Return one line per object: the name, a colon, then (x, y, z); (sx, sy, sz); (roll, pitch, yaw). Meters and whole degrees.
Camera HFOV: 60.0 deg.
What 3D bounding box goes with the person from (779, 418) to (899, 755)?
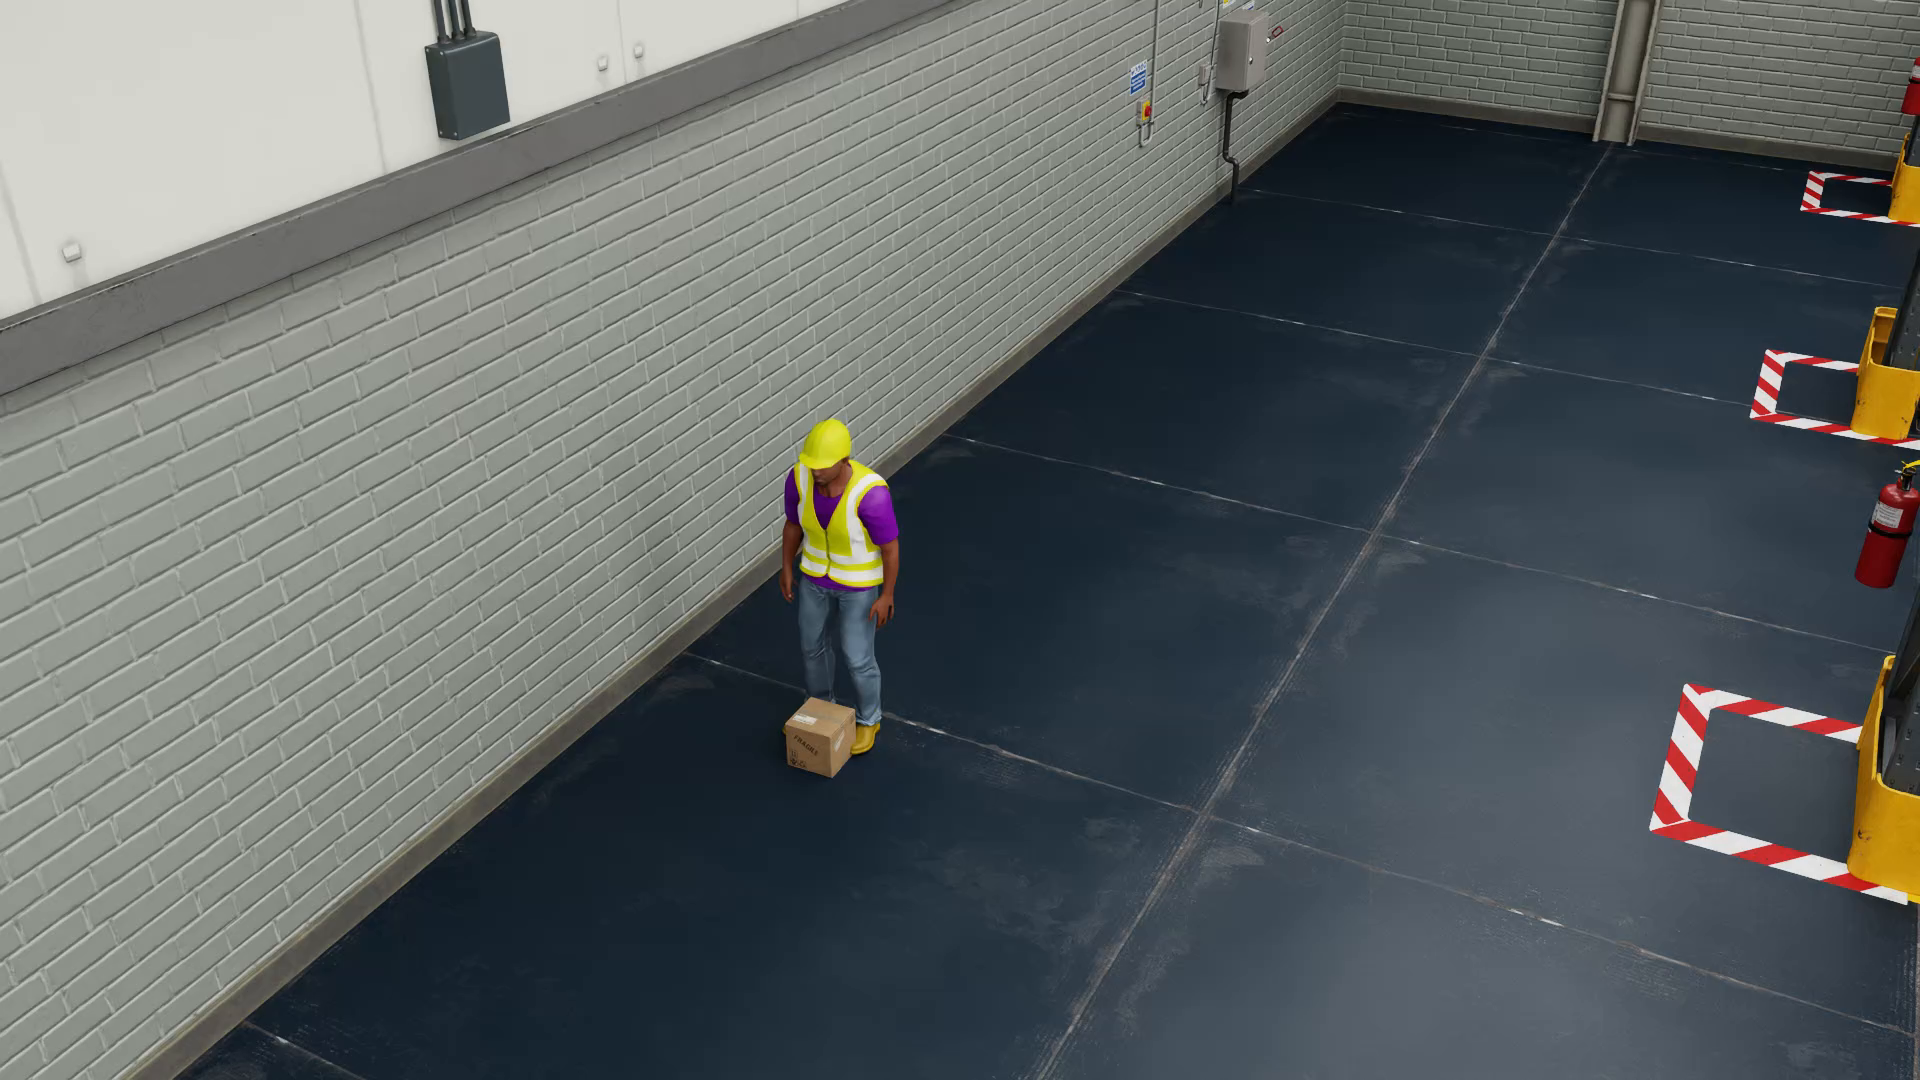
person: (-0.588, 0.202, 7.923); (0.626, 1.760, 0.461); (14, 33, 23)
